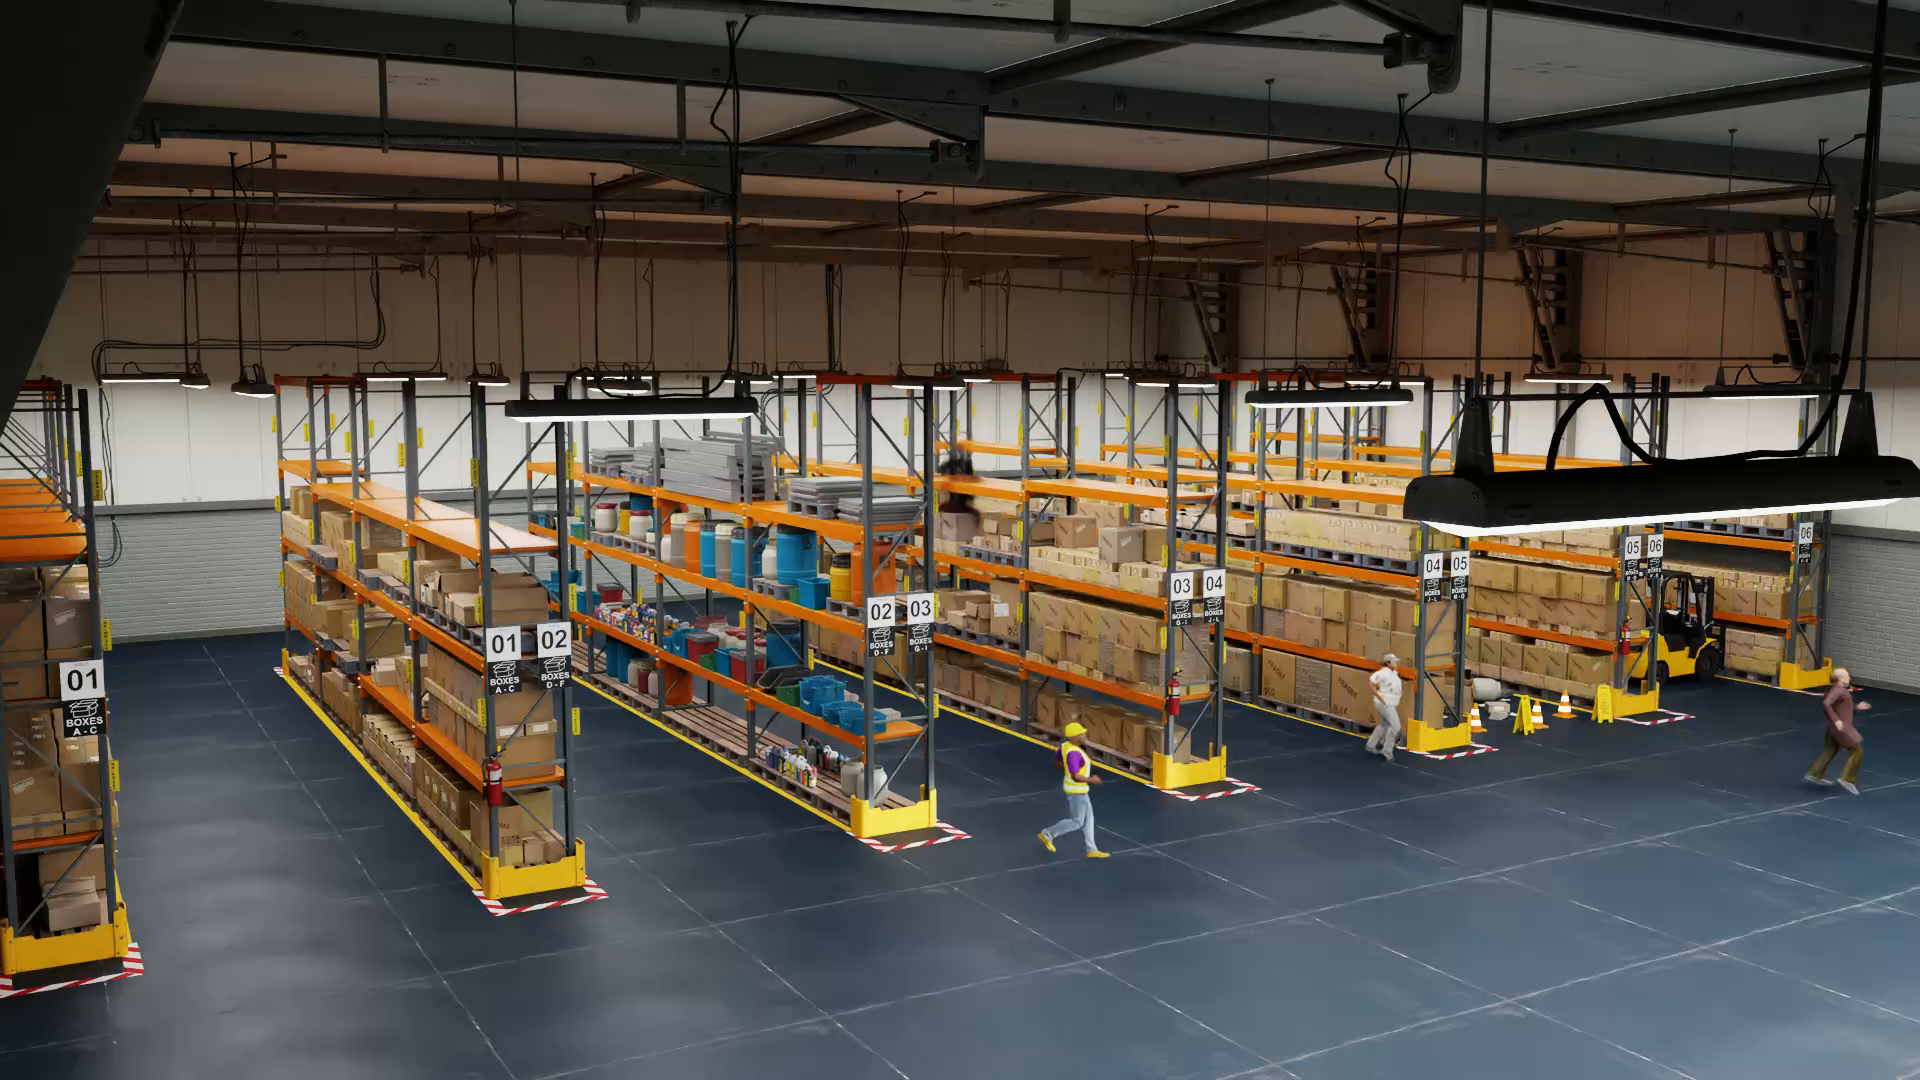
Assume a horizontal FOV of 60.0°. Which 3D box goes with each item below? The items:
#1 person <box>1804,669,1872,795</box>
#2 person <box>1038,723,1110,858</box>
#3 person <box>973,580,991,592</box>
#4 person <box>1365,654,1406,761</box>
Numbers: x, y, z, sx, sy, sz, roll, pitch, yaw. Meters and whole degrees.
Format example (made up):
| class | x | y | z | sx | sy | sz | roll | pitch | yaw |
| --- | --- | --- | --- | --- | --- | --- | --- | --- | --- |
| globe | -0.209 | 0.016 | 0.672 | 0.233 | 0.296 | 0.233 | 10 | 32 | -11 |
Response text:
| class | x | y | z | sx | sy | sz | roll | pitch | yaw |
| --- | --- | --- | --- | --- | --- | --- | --- | --- | --- |
| person | 12.854 | 2.891 | 24.330 | 0.829 | 1.645 | 0.672 | 2 | 6 | 15 |
| person | 1.439 | 3.164 | 20.967 | 0.921 | 1.753 | 0.709 | 0 | 6 | -2 |
| person | 0.642 | 0.838 | 42.773 | 0.828 | 1.704 | 0.556 | -3 | 7 | -26 |
| person | 6.748 | 2.649 | 26.359 | 0.636 | 1.724 | 0.609 | 4 | 8 | 34 |
